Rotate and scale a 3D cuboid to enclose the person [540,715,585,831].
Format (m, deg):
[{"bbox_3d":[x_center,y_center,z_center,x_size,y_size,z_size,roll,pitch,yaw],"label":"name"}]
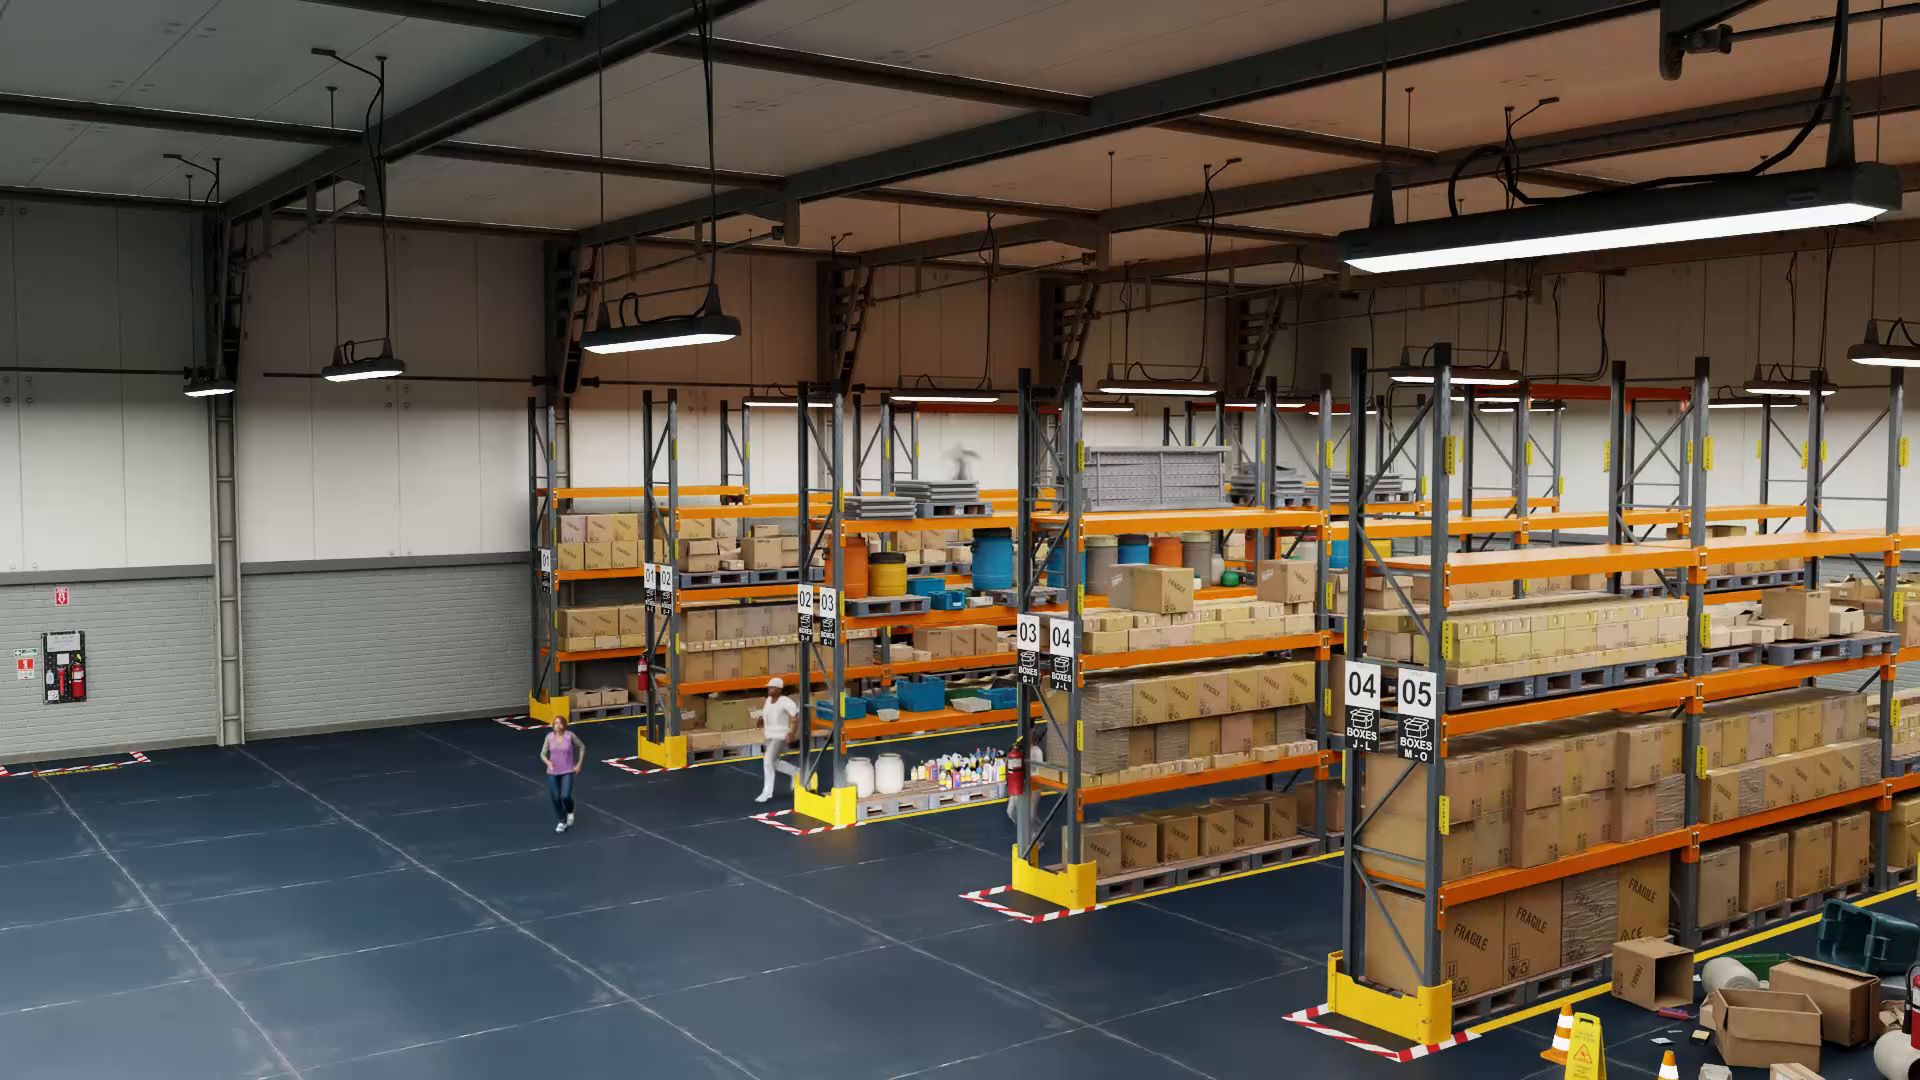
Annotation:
[{"bbox_3d":[-5.245,3.082,21.920,0.566,1.559,0.545,0,3,-5],"label":"person"}]

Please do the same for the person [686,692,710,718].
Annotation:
[{"bbox_3d":[-4.566,2.627,29.085,0.787,1.660,0.604,-3,5,-43],"label":"person"}]

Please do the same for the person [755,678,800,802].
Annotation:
[{"bbox_3d":[-2.636,2.872,24.155,0.865,1.762,0.738,-3,4,-37],"label":"person"}]

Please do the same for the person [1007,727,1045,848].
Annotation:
[{"bbox_3d":[0.827,3.129,20.894,0.513,1.565,0.621,3,5,43],"label":"person"}]
